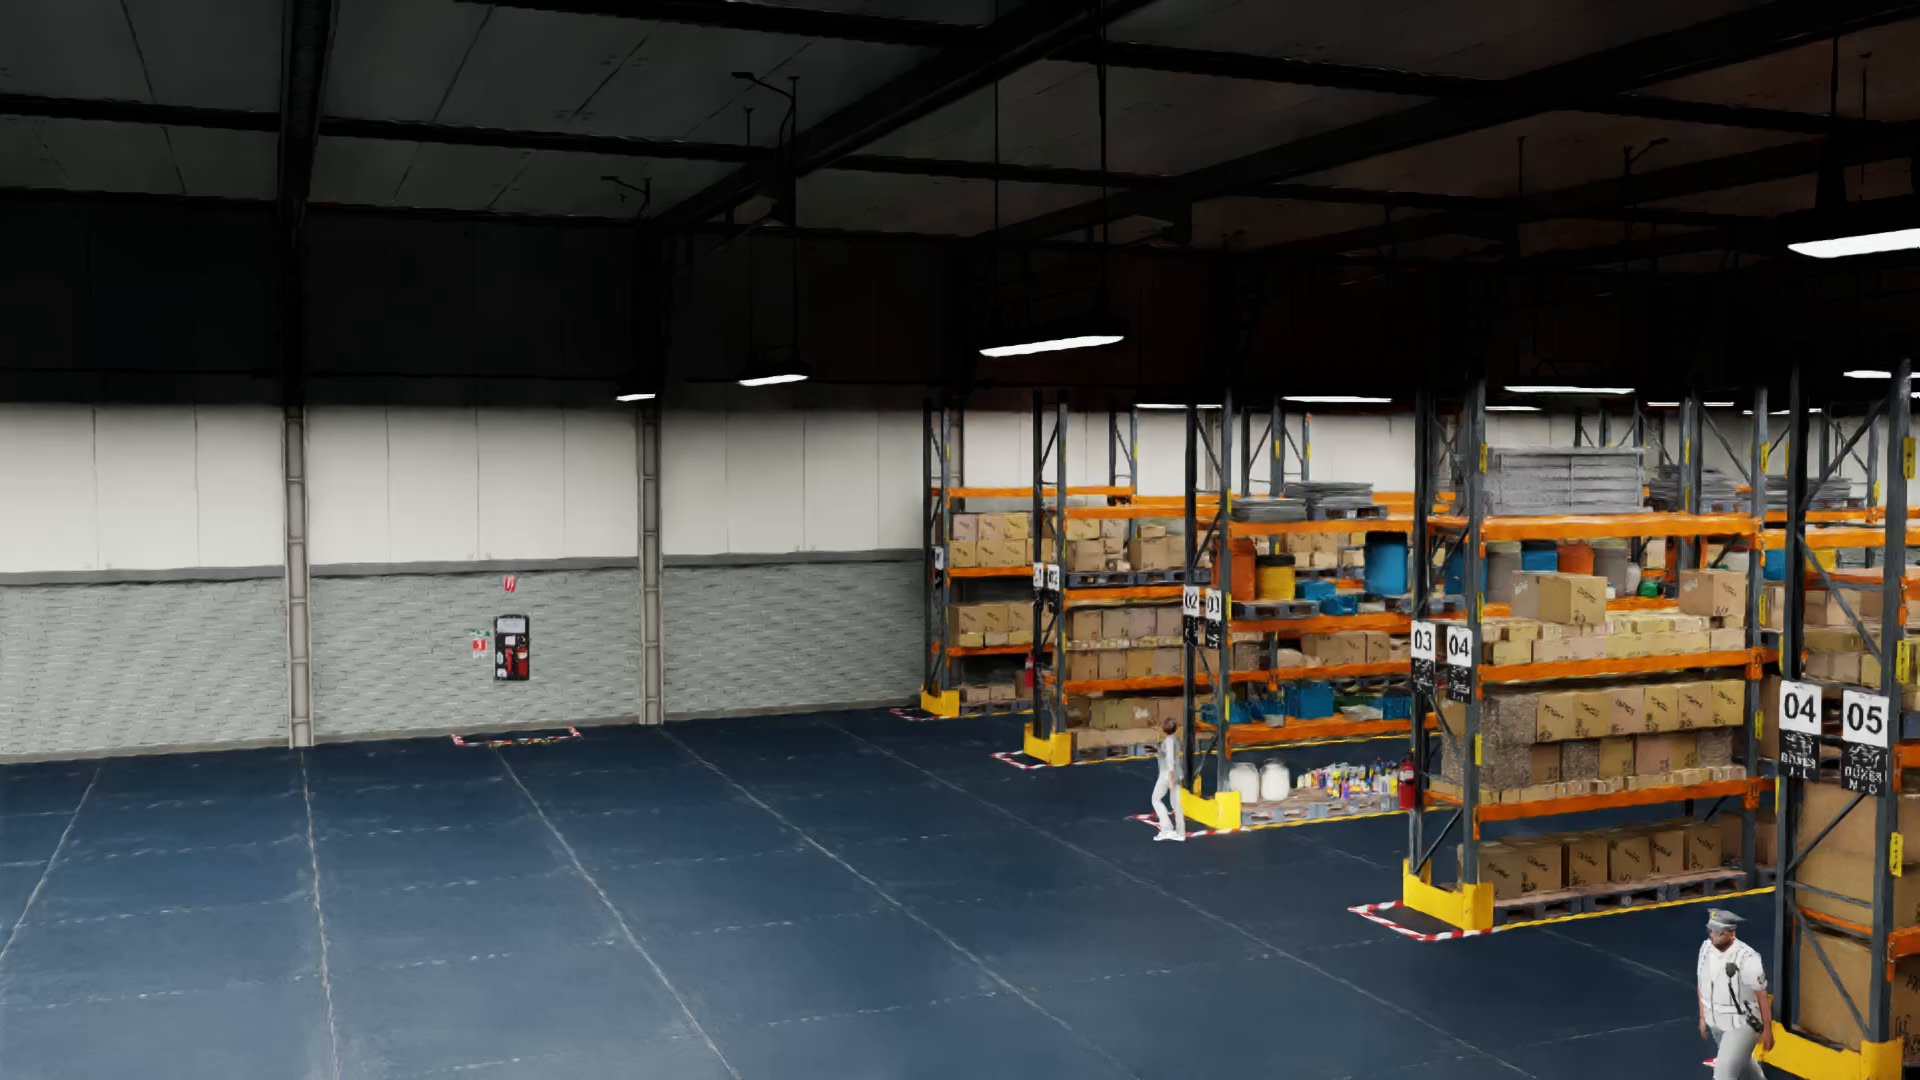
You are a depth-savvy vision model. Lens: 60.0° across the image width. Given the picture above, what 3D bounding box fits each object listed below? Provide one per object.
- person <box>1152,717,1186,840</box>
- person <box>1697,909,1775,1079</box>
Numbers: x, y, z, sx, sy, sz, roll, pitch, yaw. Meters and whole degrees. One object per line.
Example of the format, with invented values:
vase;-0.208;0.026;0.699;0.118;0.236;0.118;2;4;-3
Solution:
person;2.741;3.090;21.555;0.454;1.582;0.522;2;4;33
person;5.726;3.576;12.428;1.126;1.675;0.542;-1;4;-21
